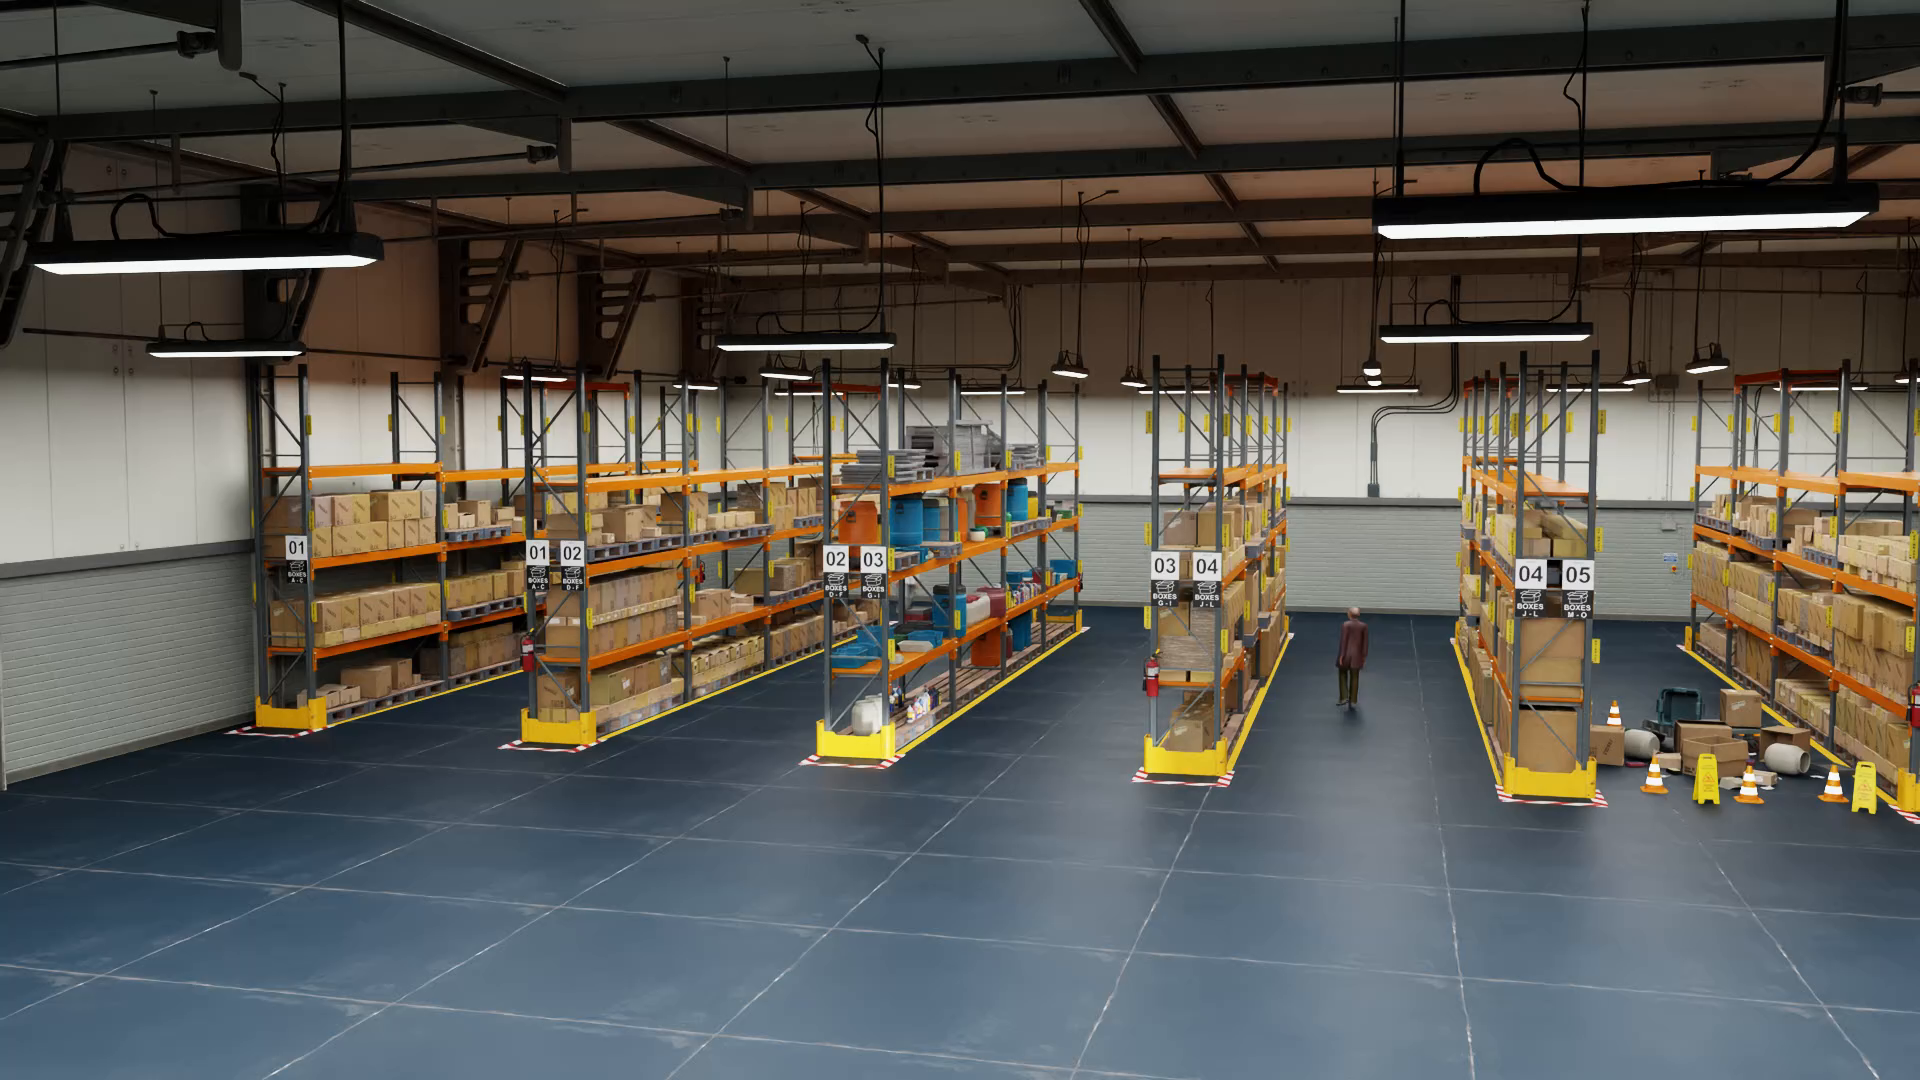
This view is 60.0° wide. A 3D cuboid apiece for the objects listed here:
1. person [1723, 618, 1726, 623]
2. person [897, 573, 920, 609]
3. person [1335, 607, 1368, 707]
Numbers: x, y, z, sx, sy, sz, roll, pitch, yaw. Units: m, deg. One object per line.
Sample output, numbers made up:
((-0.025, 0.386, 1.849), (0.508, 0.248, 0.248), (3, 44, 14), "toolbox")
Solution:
((17.841, 1.511, 38.252), (0.986, 1.684, 0.537), (1, 4, 8), "person")
((-1.329, 1.135, 43.420), (0.568, 1.761, 0.944), (-1, 4, -19), "person")
((6.973, 2.113, 29.524), (0.565, 1.820, 0.607), (0, 4, 7), "person")
